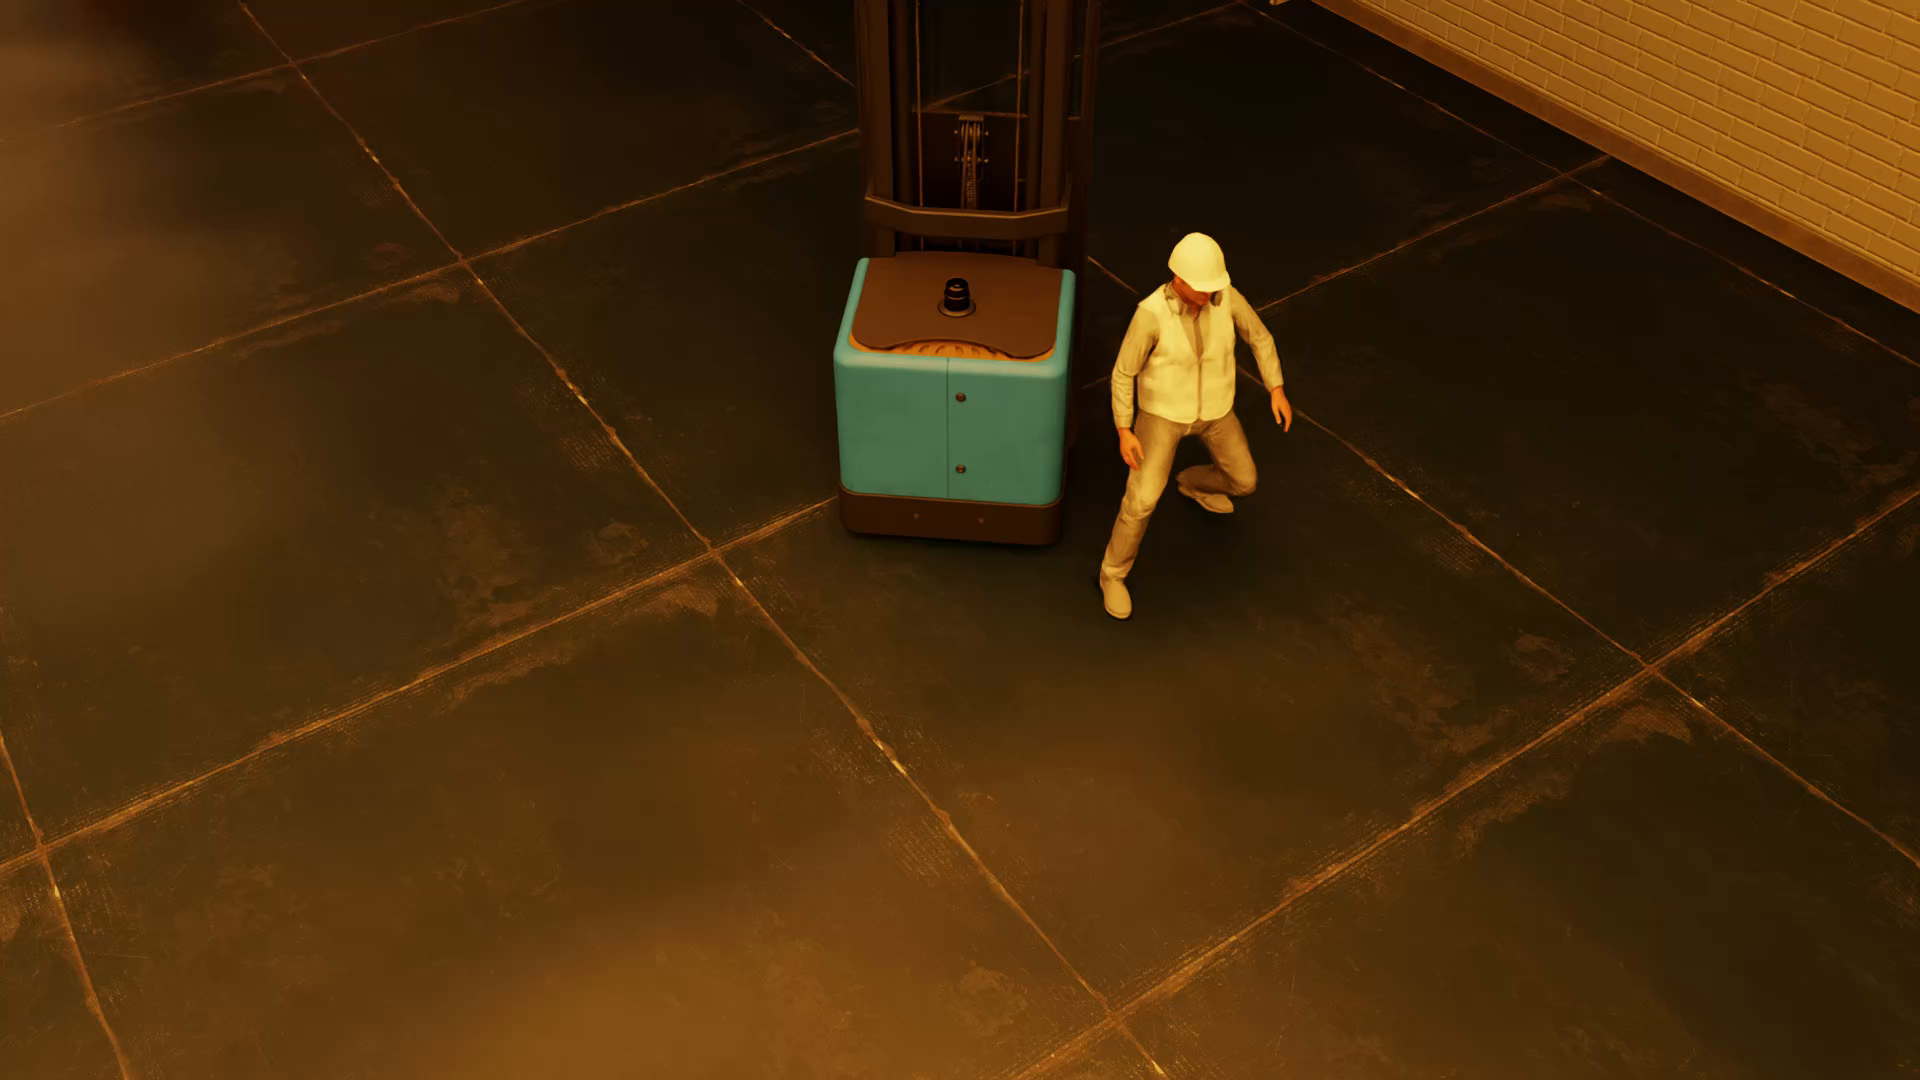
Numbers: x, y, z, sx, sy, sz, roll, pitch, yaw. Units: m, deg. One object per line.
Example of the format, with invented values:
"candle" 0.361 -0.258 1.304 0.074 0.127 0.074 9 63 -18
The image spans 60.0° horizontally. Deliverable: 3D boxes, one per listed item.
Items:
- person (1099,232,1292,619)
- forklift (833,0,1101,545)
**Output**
"person" 1.007 -0.546 7.272 0.878 1.629 0.779 -10 44 -11
"forklift" 0.102 -2.049 7.939 1.130 2.935 3.031 4 43 4
